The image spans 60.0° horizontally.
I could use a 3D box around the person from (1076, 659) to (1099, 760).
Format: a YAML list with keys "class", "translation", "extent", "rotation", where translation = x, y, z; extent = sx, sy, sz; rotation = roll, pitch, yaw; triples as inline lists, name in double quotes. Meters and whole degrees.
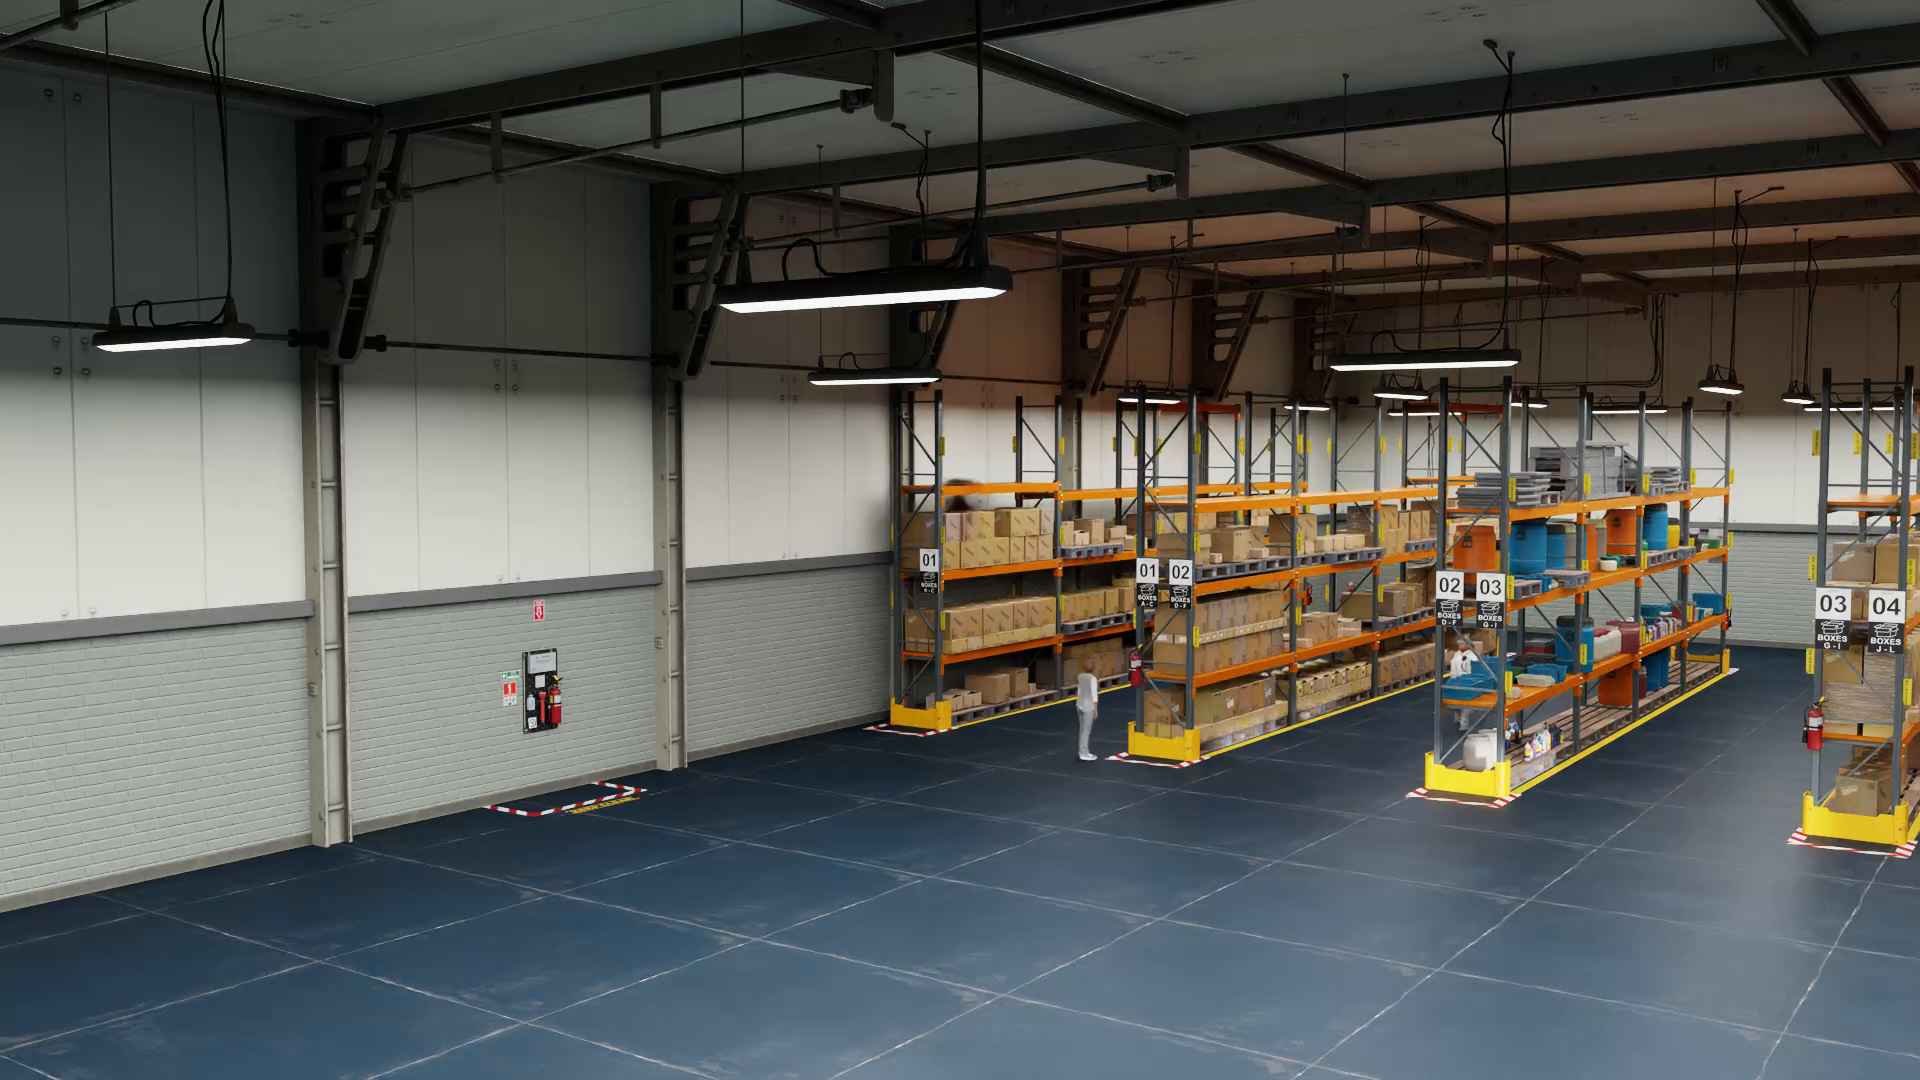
- class: "person"
  translation: [2.056, 2.715, 26.579]
  extent: [0.388, 1.601, 0.438]
  rotation: [-2, 4, -34]

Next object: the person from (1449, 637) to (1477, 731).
- class: "person"
  translation: [8.905, 2.520, 29.390]
  extent: [0.509, 1.630, 0.665]
  rotation: [2, 4, 34]

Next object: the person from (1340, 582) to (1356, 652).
- class: "person"
  translation: [9.519, 1.884, 40.284]
  extent: [0.579, 1.751, 0.548]
  rotation: [-1, 4, -24]
